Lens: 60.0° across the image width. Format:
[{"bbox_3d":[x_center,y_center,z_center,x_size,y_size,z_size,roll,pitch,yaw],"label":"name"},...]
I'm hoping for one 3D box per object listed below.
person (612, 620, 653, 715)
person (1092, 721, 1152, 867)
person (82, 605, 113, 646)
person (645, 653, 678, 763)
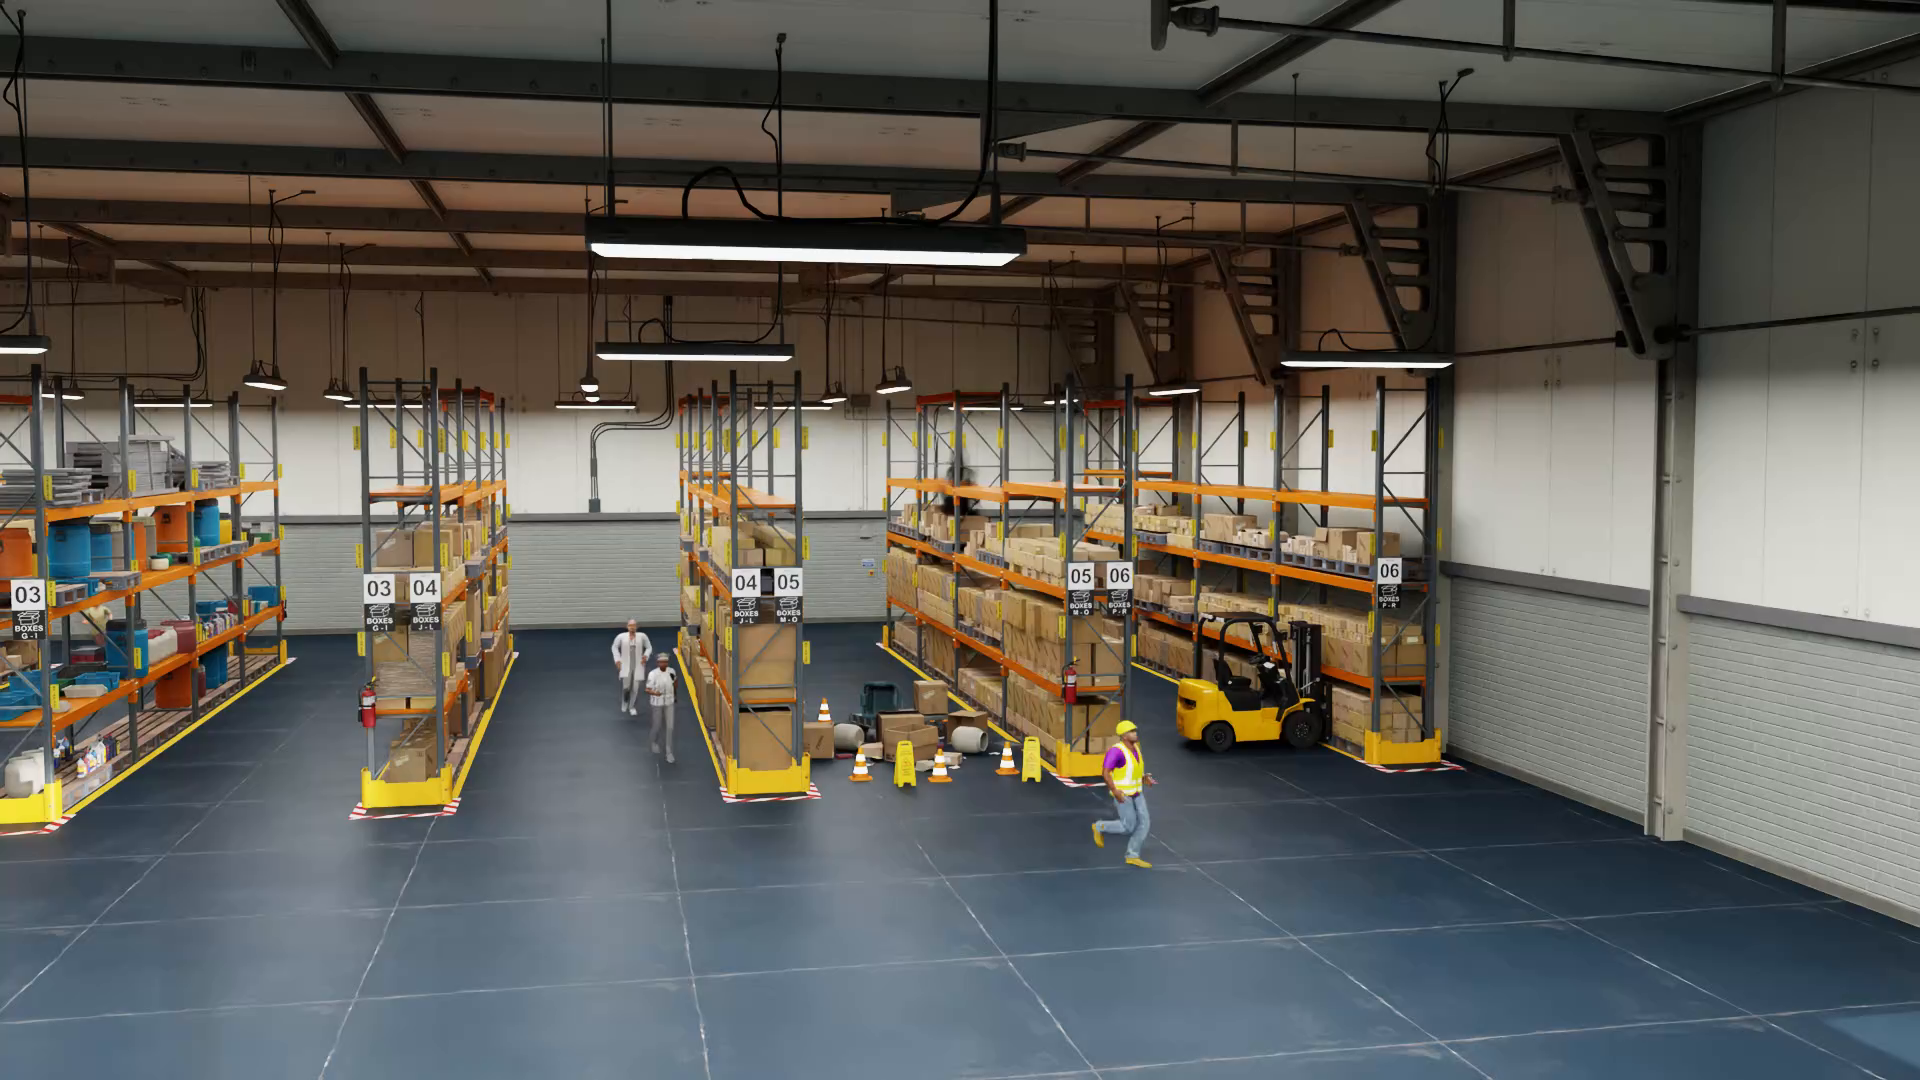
[{"bbox_3d":[-5.970,2.324,30.357,0.722,1.746,0.628,-1,4,-15],"label":"person"},{"bbox_3d":[1.938,2.985,19.685,0.702,1.713,0.701,3,4,39],"label":"person"},{"bbox_3d":[-18.720,2.023,36.109,0.599,1.626,0.953,-2,4,-29],"label":"person"},{"bbox_3d":[-4.683,2.594,26.158,0.549,1.696,0.924,-1,4,-21],"label":"person"}]
